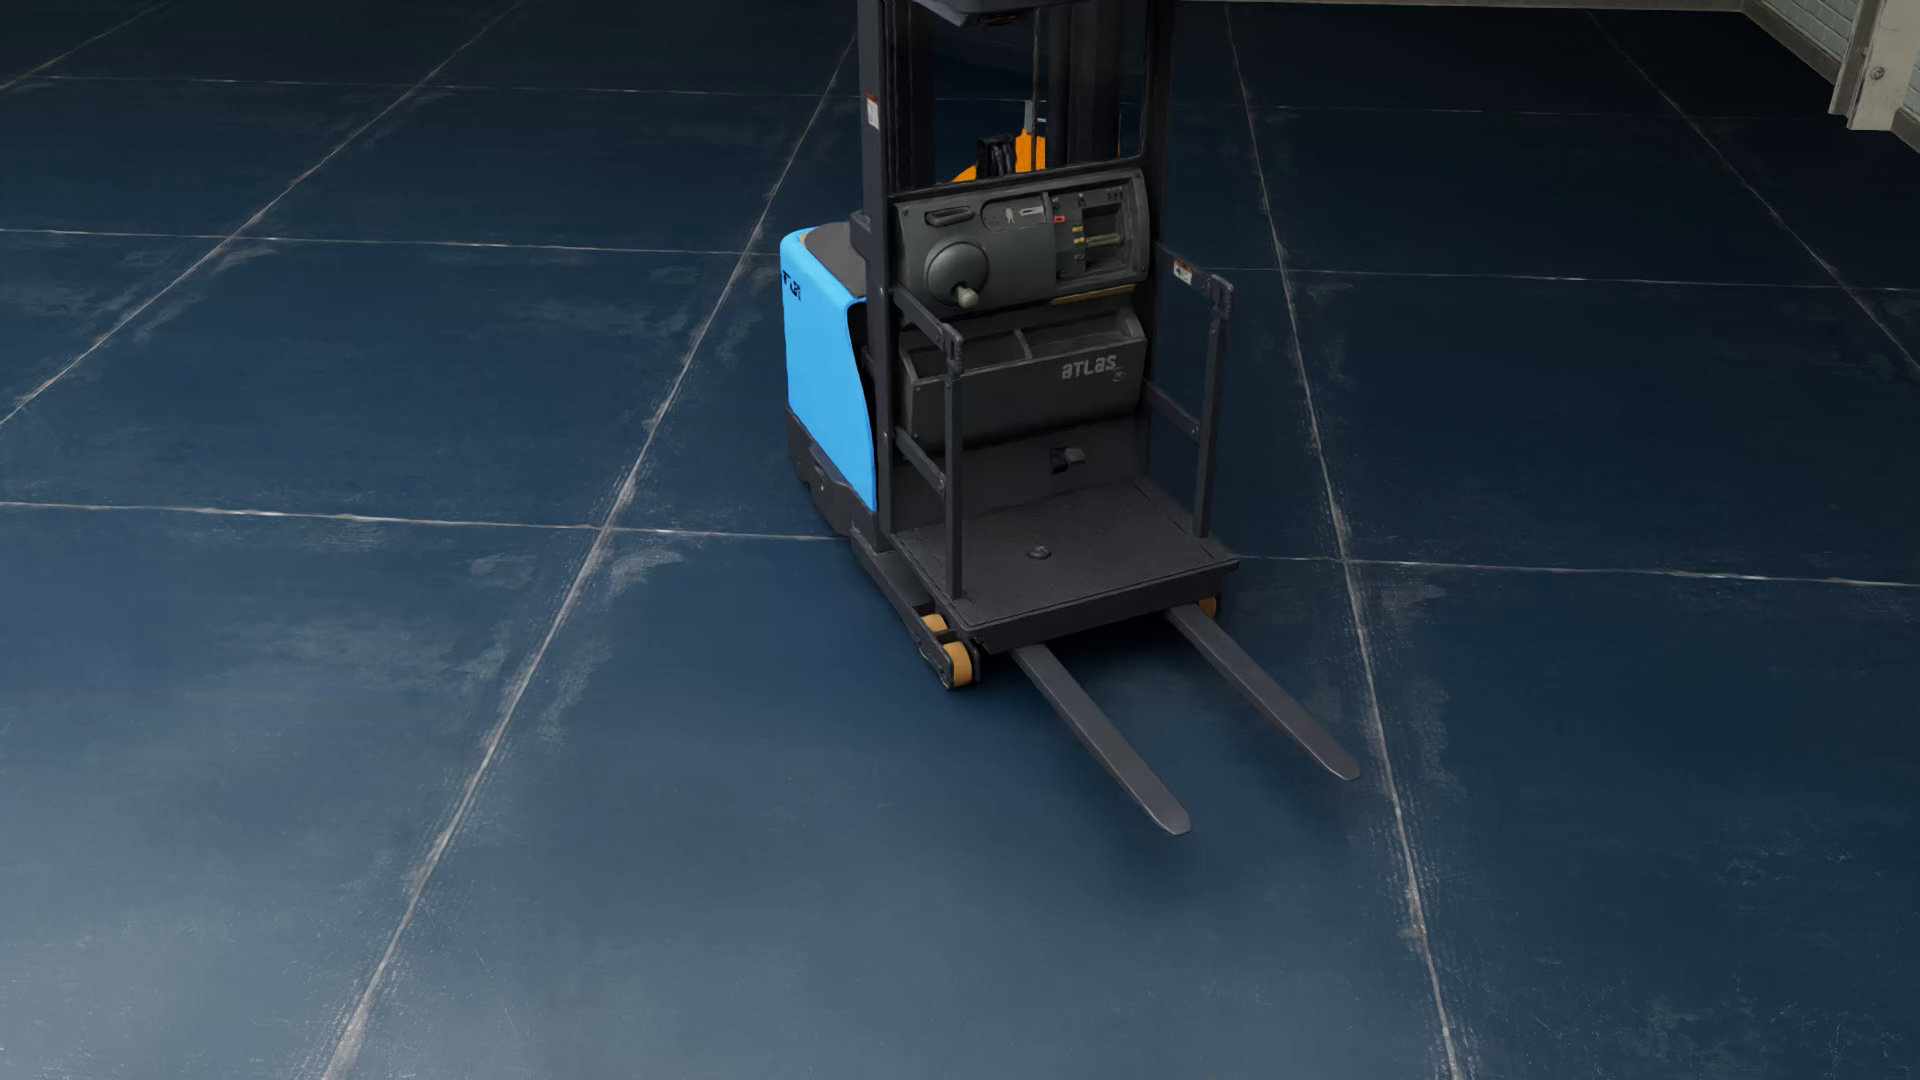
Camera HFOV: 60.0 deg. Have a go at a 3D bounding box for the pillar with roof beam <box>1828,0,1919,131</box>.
[{"bbox_3d":[1.897,-6.892,9.357,9.100,9.000,0.400,2,32,4],"label":"pillar with roof beam"}]

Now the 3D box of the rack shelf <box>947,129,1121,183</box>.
[{"bbox_3d":[0.303,-1.596,7.710,0.538,0.278,1.000,15,35,23],"label":"rack shelf"}]

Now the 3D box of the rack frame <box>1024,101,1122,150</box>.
[{"bbox_3d":[0.540,-1.583,8.247,0.500,1.125,0.032,15,35,23],"label":"rack frame"}]

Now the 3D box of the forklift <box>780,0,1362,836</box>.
[{"bbox_3d":[0.320,-0.981,5.548,1.130,2.935,3.031,-13,34,-20],"label":"forklift"}]

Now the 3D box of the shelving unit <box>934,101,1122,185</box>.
[{"bbox_3d":[0.303,-1.347,7.864,0.538,1.125,1.048,15,35,23],"label":"shelving unit"}]

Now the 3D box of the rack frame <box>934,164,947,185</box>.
[{"bbox_3d":[0.067,-1.111,7.481,0.500,1.125,0.032,15,35,23],"label":"rack frame"}]
